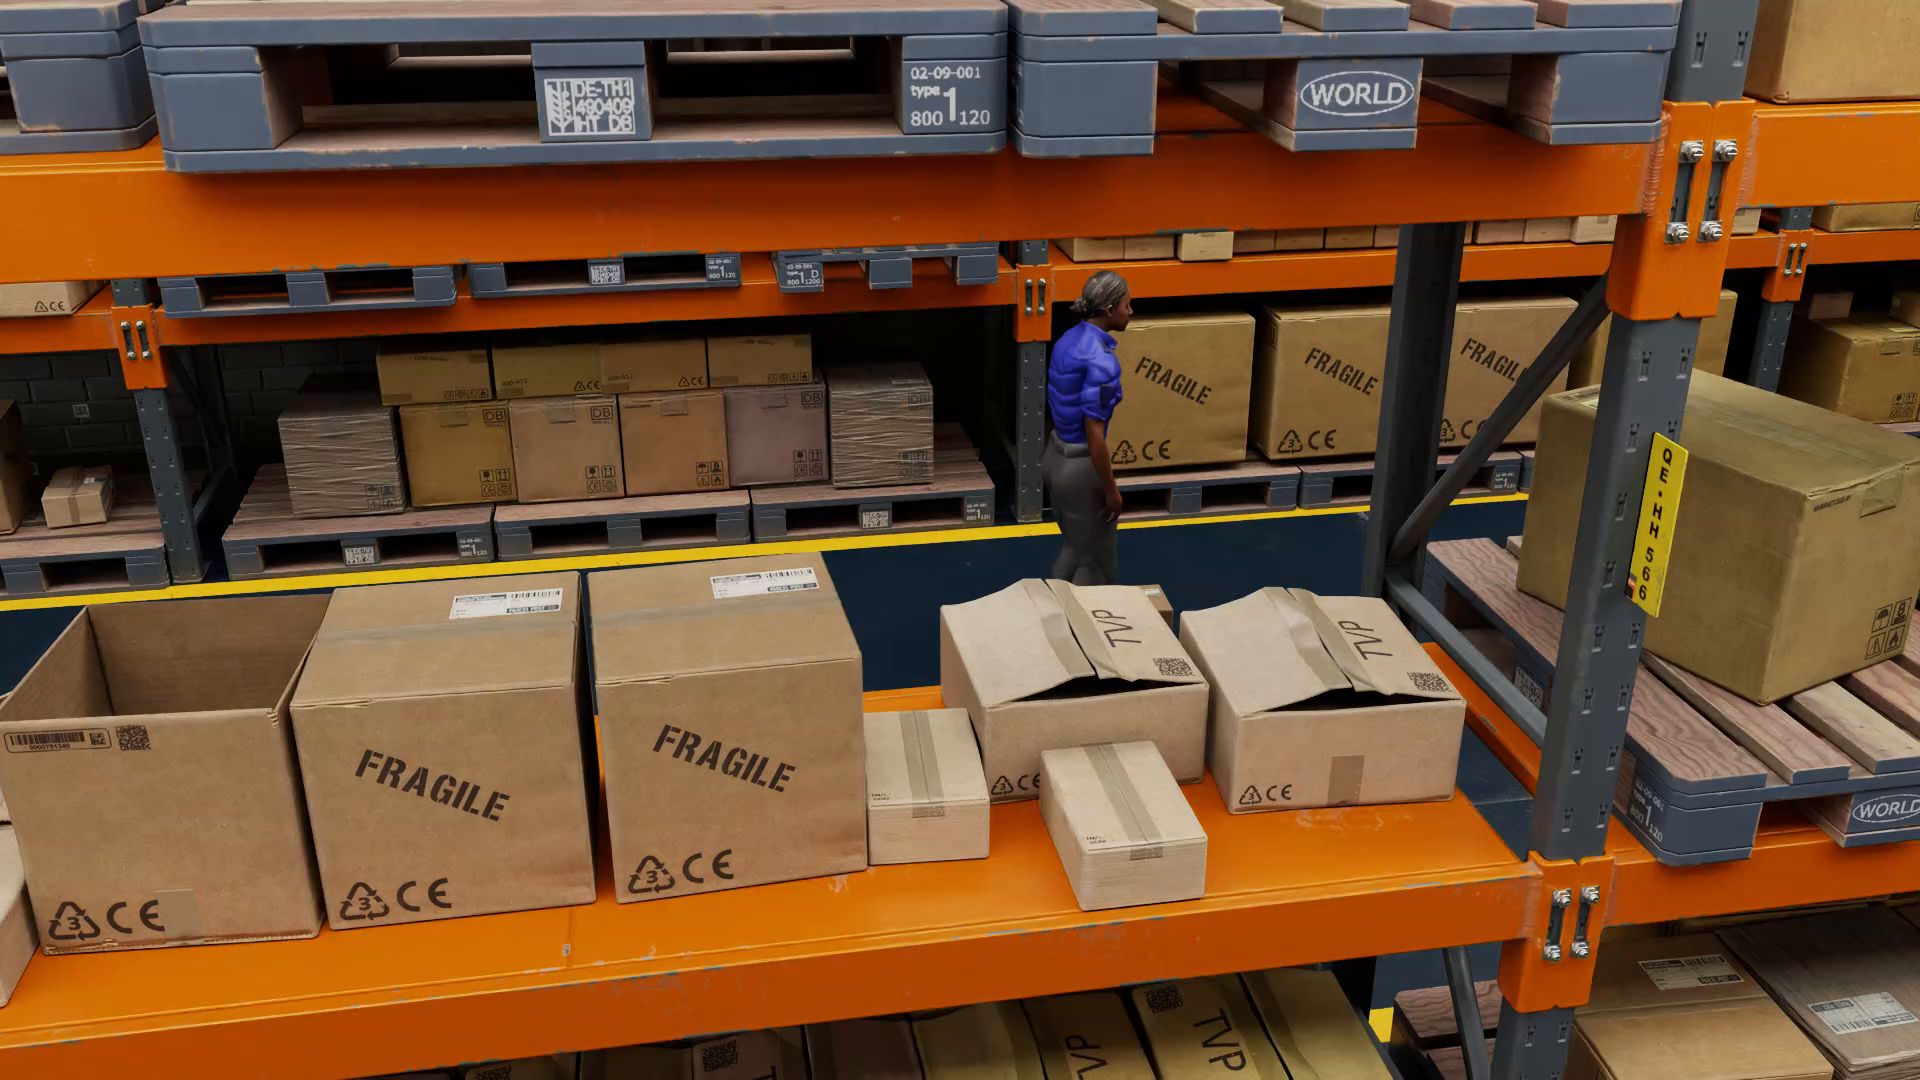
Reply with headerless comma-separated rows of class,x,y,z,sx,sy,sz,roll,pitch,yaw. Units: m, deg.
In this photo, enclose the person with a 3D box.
person,0.517,-0.266,6.715,0.347,1.656,0.529,-5,24,-12
